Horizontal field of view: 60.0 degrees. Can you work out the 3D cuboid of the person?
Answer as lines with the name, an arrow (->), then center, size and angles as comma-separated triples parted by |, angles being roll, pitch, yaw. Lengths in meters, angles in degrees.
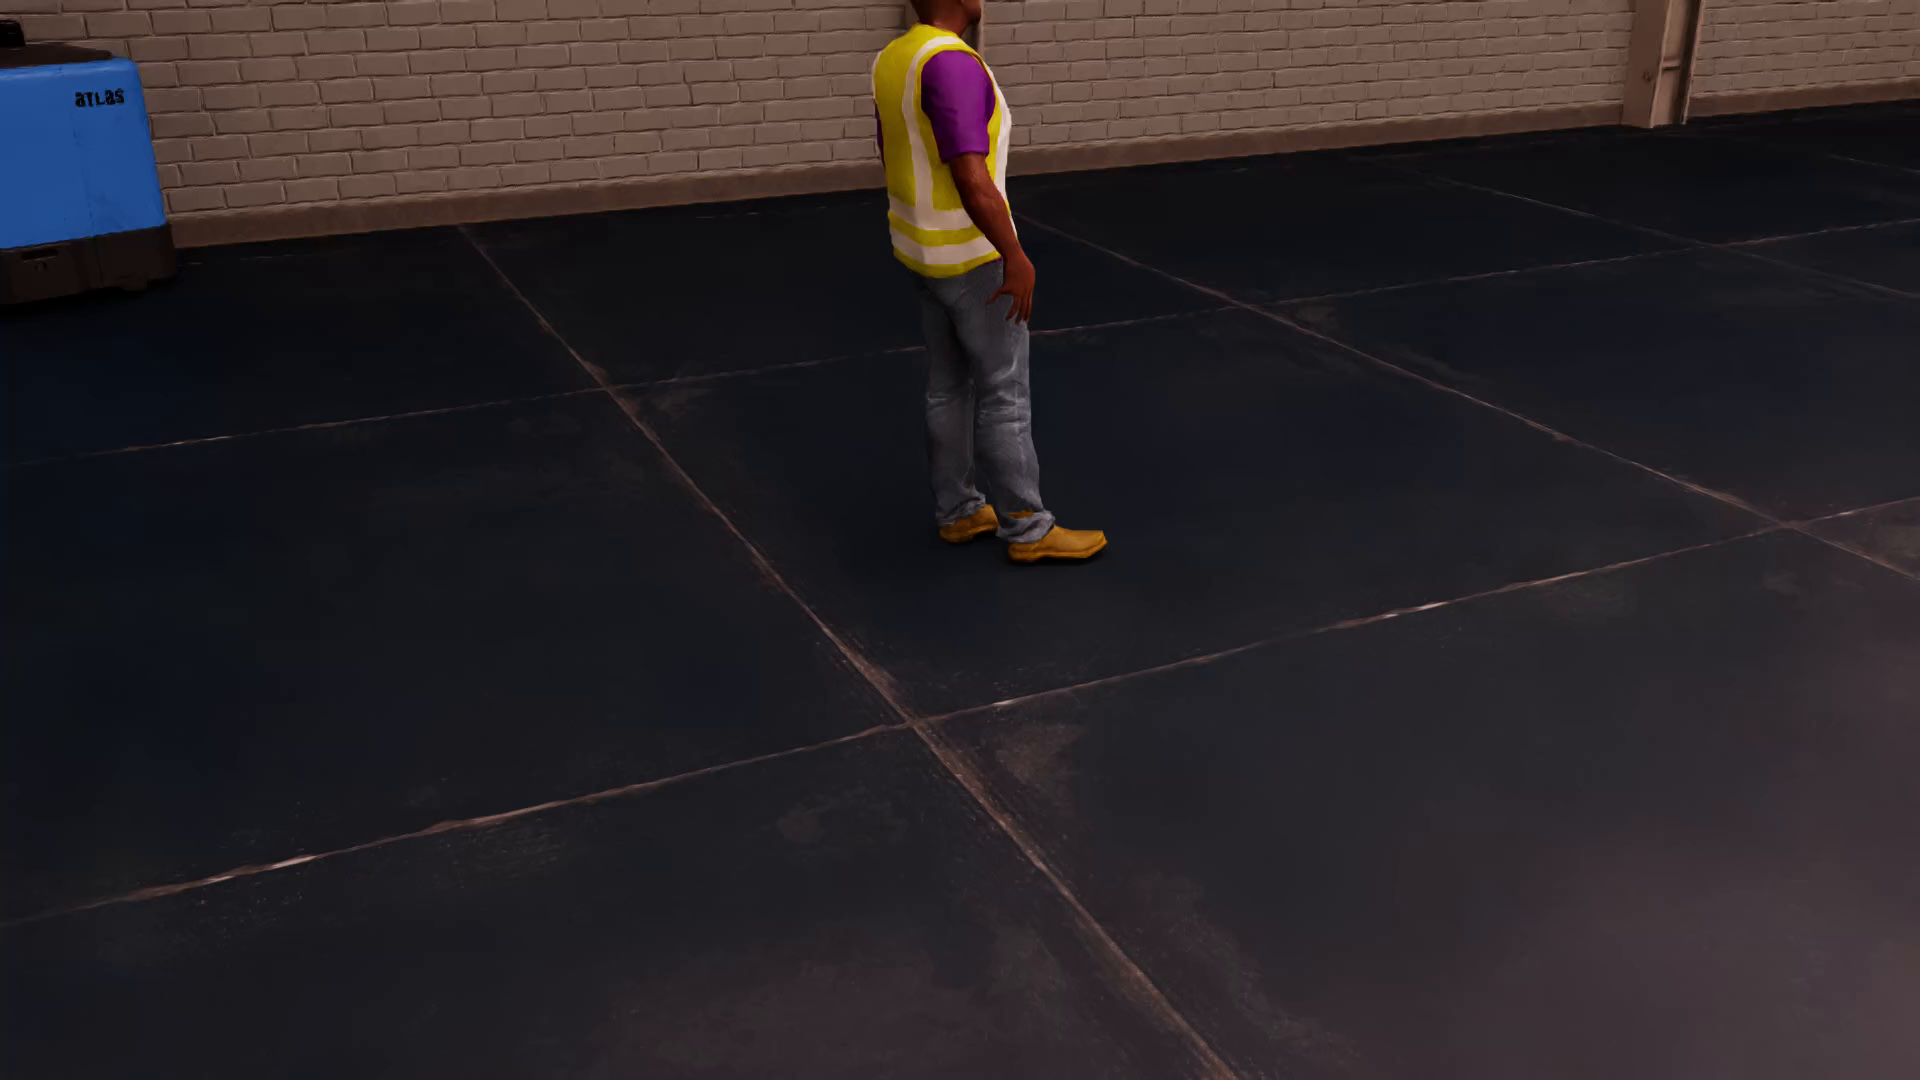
person -> 0.065, -0.832, 4.788 | 0.576, 1.766, 0.665 | -10, 25, -23

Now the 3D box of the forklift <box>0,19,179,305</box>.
forklift -> -5.162, -2.297, 6.815 | 1.130, 2.935, 3.031 | 21, 30, 41
